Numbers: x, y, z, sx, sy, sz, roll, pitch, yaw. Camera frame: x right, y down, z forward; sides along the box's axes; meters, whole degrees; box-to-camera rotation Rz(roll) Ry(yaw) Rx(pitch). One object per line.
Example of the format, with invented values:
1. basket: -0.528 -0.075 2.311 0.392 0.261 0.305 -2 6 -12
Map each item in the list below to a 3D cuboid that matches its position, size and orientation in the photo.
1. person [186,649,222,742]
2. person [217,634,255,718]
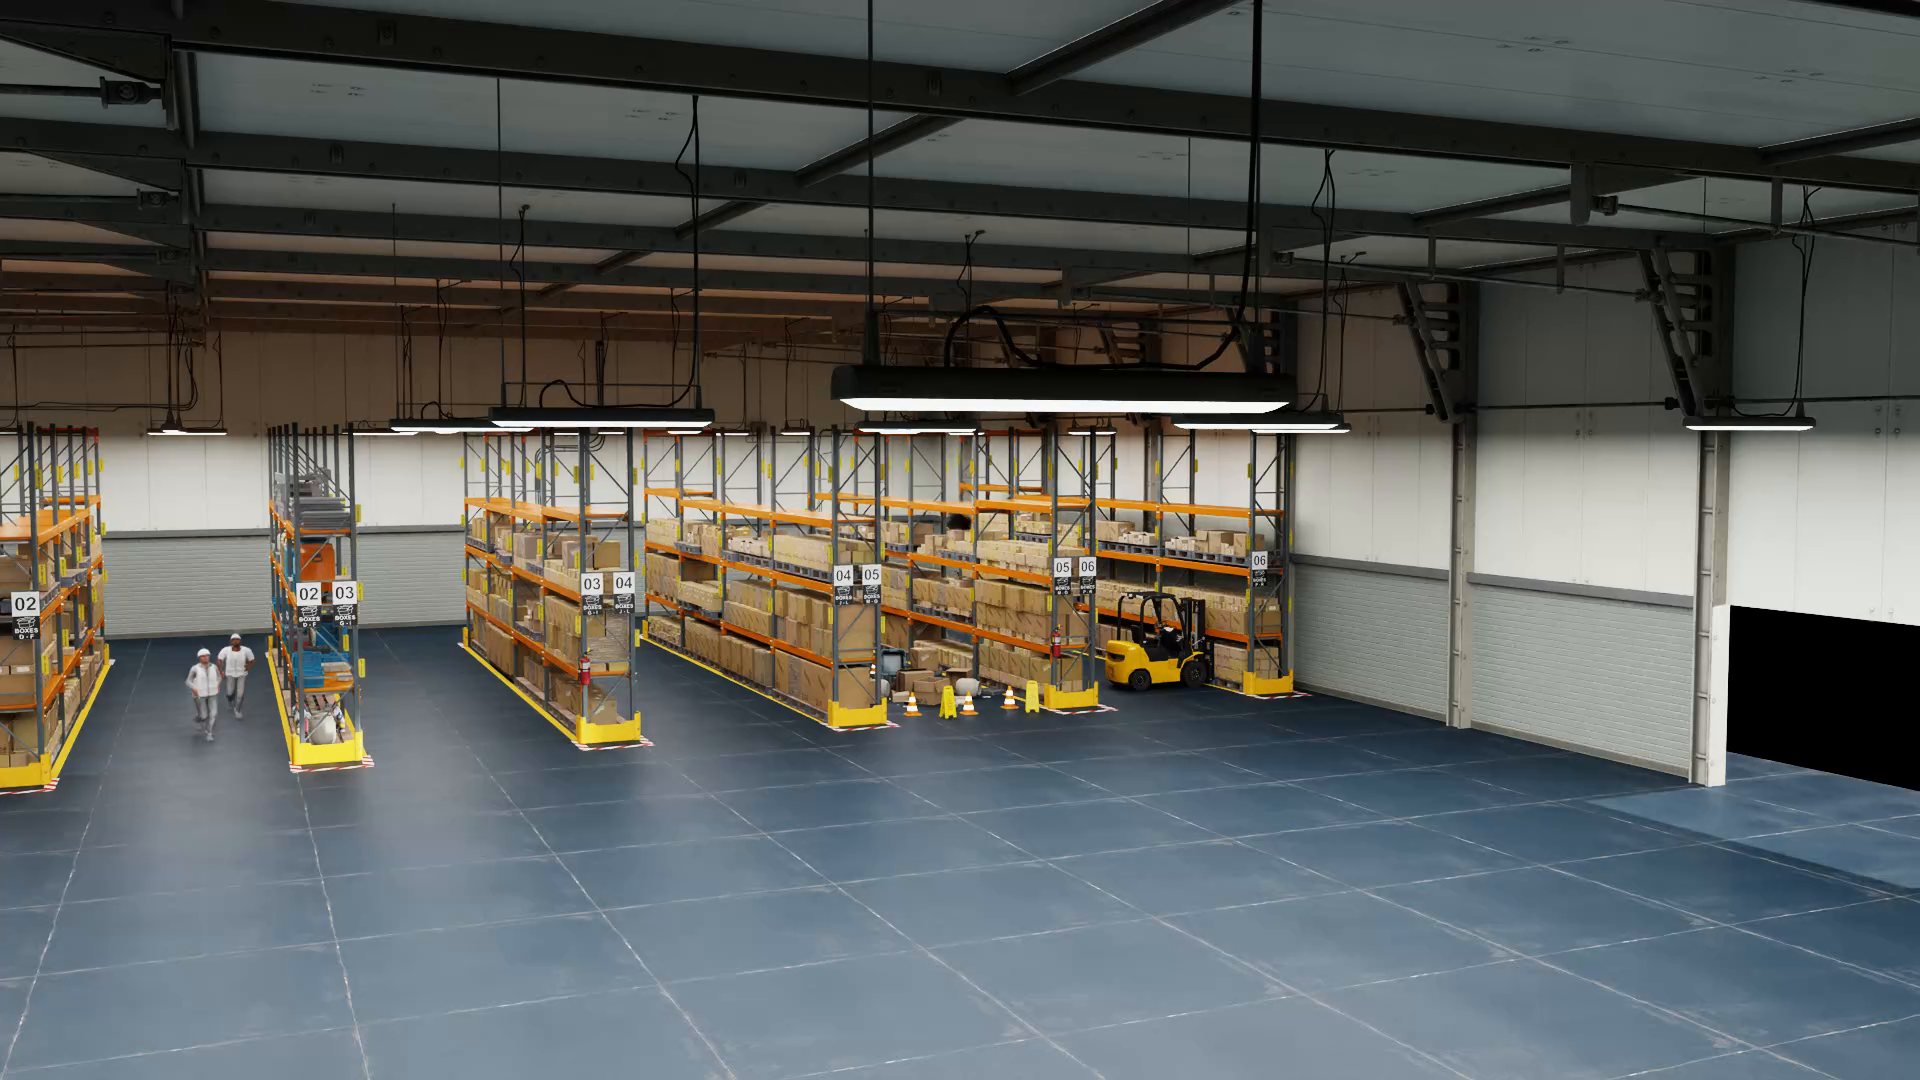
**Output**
1. person: -14.349 2.936 31.613 0.661 1.746 0.707 -3 5 -41
2. person: -14.833 2.782 34.082 0.730 1.727 0.594 -1 4 -22
